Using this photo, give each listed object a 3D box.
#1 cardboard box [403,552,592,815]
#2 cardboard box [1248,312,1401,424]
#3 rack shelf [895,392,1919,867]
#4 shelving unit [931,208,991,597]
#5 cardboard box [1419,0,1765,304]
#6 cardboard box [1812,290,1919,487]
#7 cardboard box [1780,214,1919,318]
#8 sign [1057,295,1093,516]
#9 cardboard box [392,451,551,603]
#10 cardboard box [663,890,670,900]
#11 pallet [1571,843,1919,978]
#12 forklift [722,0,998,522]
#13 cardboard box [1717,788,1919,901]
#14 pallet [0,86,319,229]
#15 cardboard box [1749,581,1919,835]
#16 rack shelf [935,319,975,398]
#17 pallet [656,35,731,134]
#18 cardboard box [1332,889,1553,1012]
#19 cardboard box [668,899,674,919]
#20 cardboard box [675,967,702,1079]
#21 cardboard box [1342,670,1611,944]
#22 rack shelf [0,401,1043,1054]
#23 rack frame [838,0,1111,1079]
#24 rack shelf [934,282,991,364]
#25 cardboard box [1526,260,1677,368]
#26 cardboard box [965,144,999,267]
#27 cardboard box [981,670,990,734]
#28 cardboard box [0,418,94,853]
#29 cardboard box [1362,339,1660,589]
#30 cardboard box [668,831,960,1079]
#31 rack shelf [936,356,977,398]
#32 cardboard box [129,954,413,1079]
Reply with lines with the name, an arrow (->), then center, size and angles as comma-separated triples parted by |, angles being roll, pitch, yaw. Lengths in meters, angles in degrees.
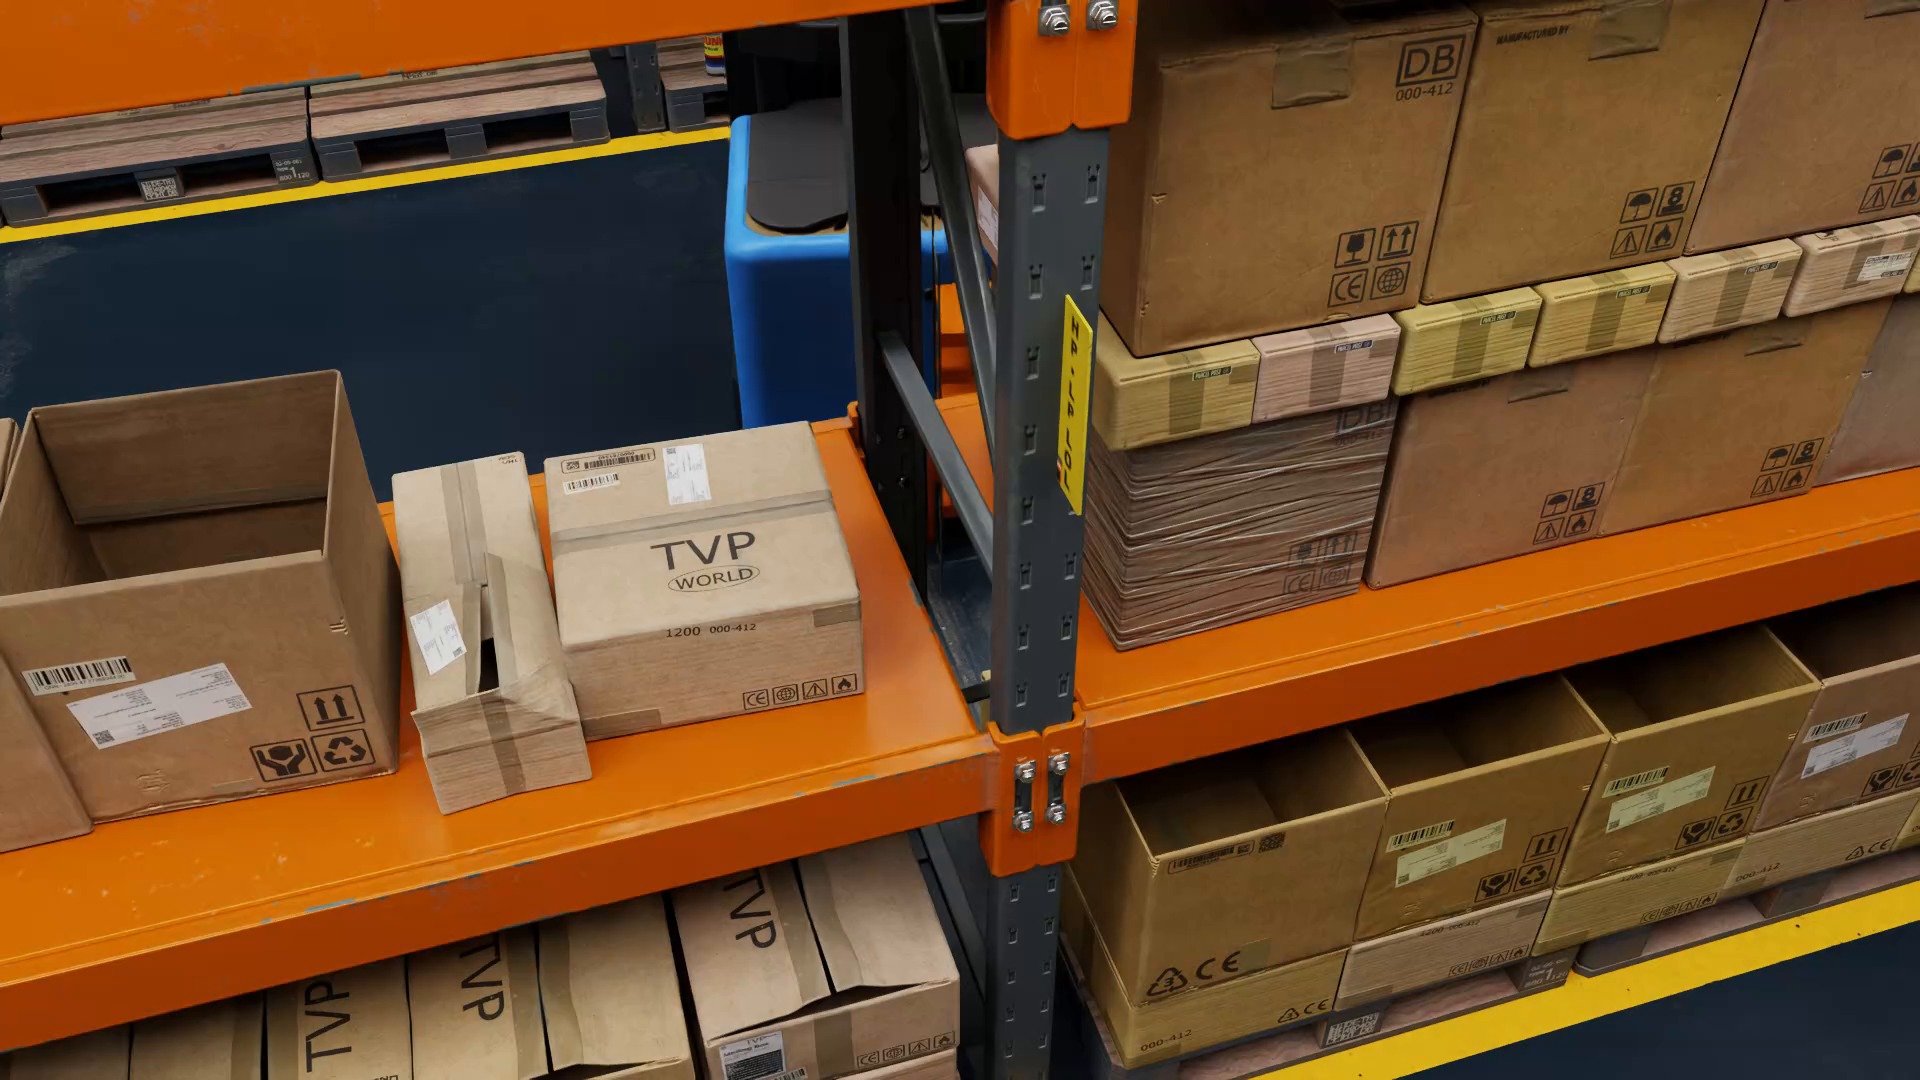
cardboard box -> -0.795, 0.219, 2.821 | 0.258, 0.266, 0.396 | -13, 43, -14
cardboard box -> 0.542, -0.384, 2.840 | 0.250, 0.149, 0.380 | -11, 42, -12
rack shelf -> 1.896, -0.245, 3.797 | 4.000, 0.370, 1.077 | -12, 42, -13
shelving unit -> 0.027, -0.361, 4.751 | 0.189, 1.200, 0.258 | -3, 41, -3
cardboard box -> 0.891, -0.839, 2.868 | 0.500, 0.500, 0.700 | -12, 43, -13
cardboard box -> 1.879, -0.557, 3.531 | 0.500, 0.500, 0.700 | -11, 42, -12
cardboard box -> 1.531, -0.591, 3.078 | 0.250, 0.149, 0.380 | -13, 43, -14
sign -> 0.160, -0.188, 2.365 | 0.005, 0.325, 0.100 | -12, 42, -13
cardboard box -> -0.918, 0.021, 3.137 | 0.250, 0.149, 0.380 | -12, 42, -13
cardboard box -> -0.481, 0.471, 3.775 | 0.500, 0.311, 0.500 | -12, 42, -13
pallet -> 1.925, 0.555, 4.454 | 1.213, 0.211, 1.003 | -12, 42, -13
forklift -> -0.253, -2.096, 5.422 | 1.130, 2.935, 3.031 | -3, 41, -3
cardboard box -> 1.954, 0.562, 4.098 | 0.500, 0.250, 0.500 | -12, 42, -13
pallet -> -3.399, -1.756, 7.100 | 1.213, 0.211, 1.003 | -12, 42, -13
cardboard box -> 1.955, 0.282, 3.849 | 0.500, 0.500, 0.500 | -12, 42, -13
rack shelf -> 0.027, -0.508, 4.622 | 0.180, 0.103, 0.258 | -3, 41, -3
pallet -> -0.843, -2.286, 7.706 | 1.213, 0.211, 1.003 | -12, 42, -13
cardboard box -> 1.000, 0.760, 3.871 | 0.500, 0.250, 0.500 | -12, 42, -13
cardboard box -> -0.471, 0.681, 3.961 | 0.500, 0.250, 0.500 | -13, 43, -14
cardboard box -> -0.803, 1.120, 3.459 | 0.500, 0.250, 0.500 | -12, 43, -14
cardboard box -> 0.999, 0.476, 3.626 | 0.500, 0.500, 0.500 | -12, 42, -13
rack shelf -> -1.919, 0.546, 2.892 | 4.000, 0.370, 1.077 | -12, 42, -13
rack frame -> -0.012, -0.120, 3.108 | 0.127, 3.000, 1.000 | -12, 42, -13
rack shelf -> 0.027, -0.598, 4.542 | 0.180, 0.103, 0.258 | -3, 41, -3
cardboard box -> 1.037, -0.488, 2.960 | 0.250, 0.149, 0.380 | -12, 43, -13
cardboard box -> 0.183, -0.591, 3.077 | 0.250, 0.149, 0.380 | -12, 42, -13
cardboard box -> 0.365, 0.528, 4.136 | 0.500, 0.250, 0.500 | -12, 42, -13
cardboard box -> -1.729, 0.187, 2.681 | 0.500, 0.500, 0.500 | -12, 42, -13
cardboard box -> 0.911, -0.358, 3.304 | 0.500, 0.500, 0.700 | -12, 43, -14
cardboard box -> -0.312, 0.806, 3.392 | 0.500, 0.311, 0.500 | -12, 42, -13
rack shelf -> 0.027, -0.418, 4.701 | 0.180, 0.103, 0.258 | -3, 41, -3
cardboard box -> -1.283, 1.010, 3.159 | 0.500, 0.311, 0.500 | -12, 43, -13
